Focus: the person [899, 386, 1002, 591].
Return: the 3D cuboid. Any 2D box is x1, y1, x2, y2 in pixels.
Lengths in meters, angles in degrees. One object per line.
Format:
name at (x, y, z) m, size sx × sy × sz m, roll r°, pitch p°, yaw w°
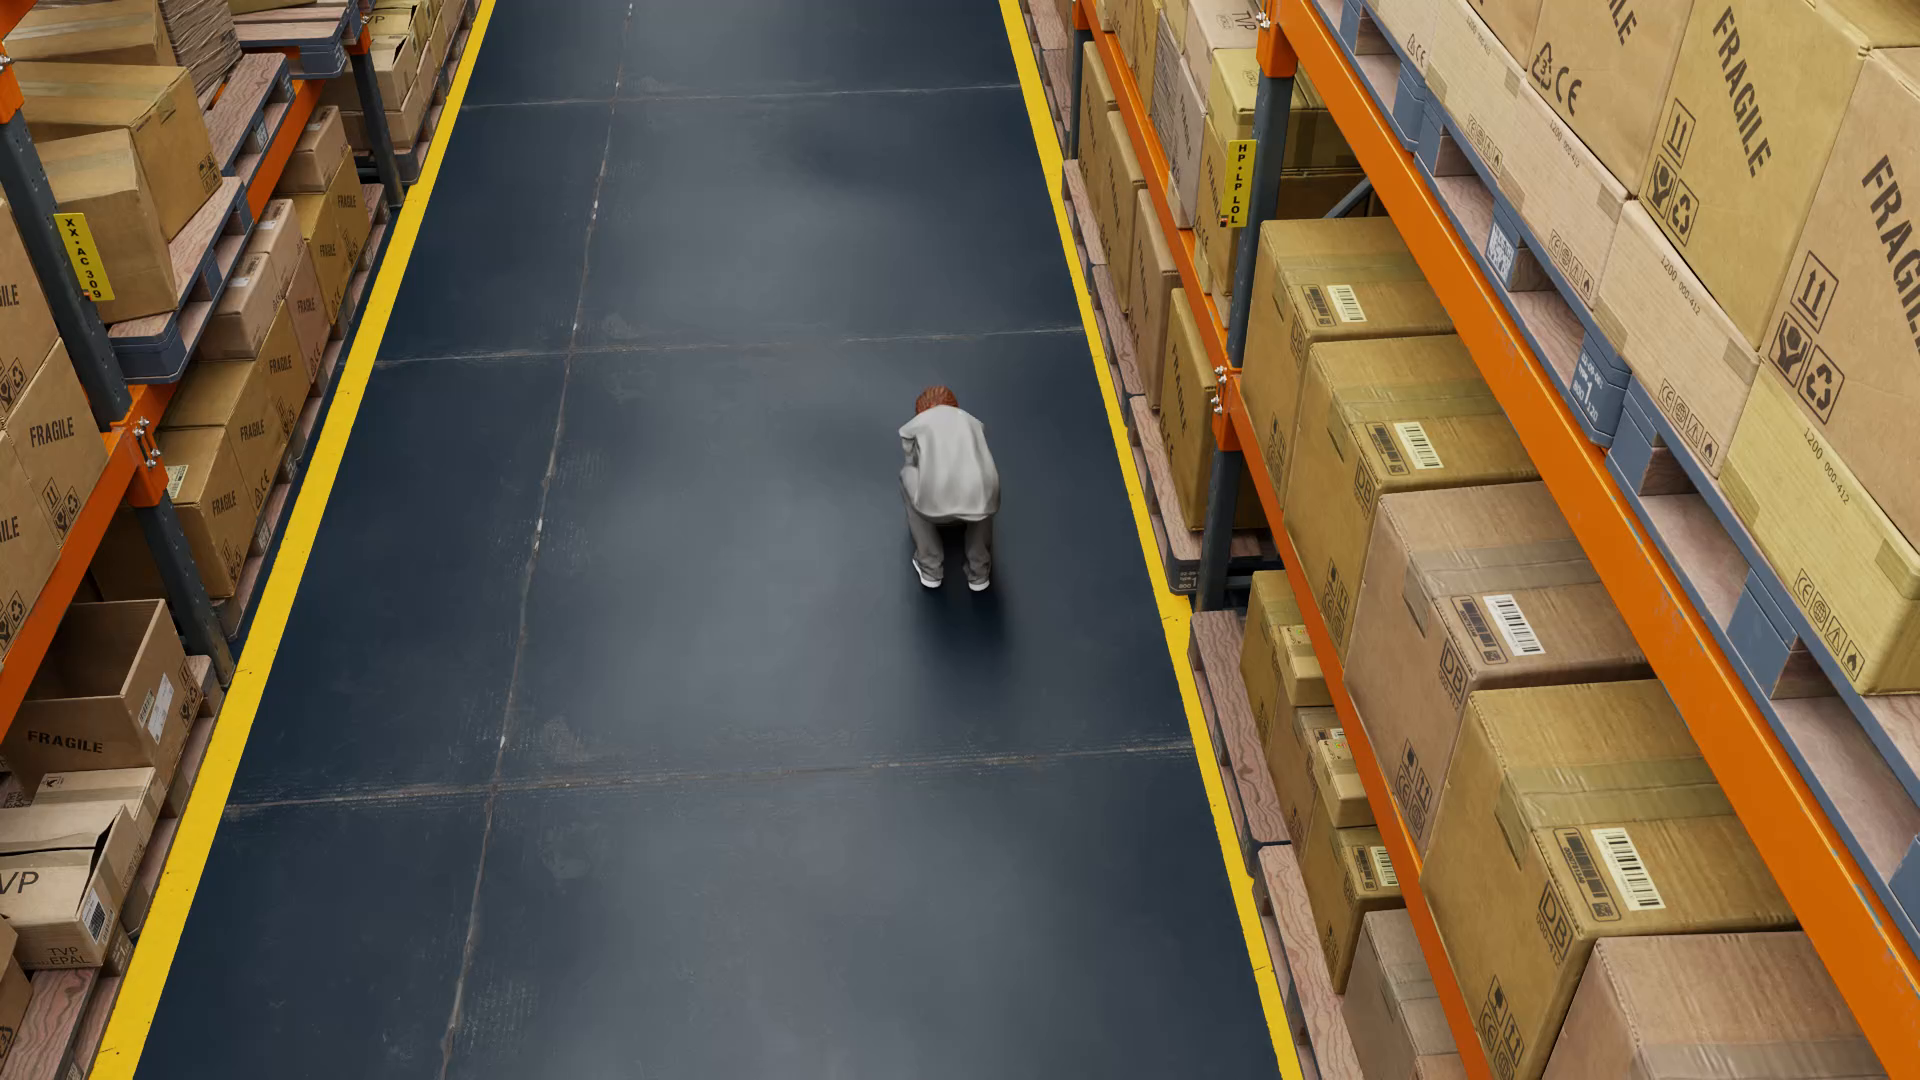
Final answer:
person at (-0.048, -0.214, 7.104) m, size 0.421 × 0.768 × 0.872 m, roll -4°, pitch 40°, yaw -5°
